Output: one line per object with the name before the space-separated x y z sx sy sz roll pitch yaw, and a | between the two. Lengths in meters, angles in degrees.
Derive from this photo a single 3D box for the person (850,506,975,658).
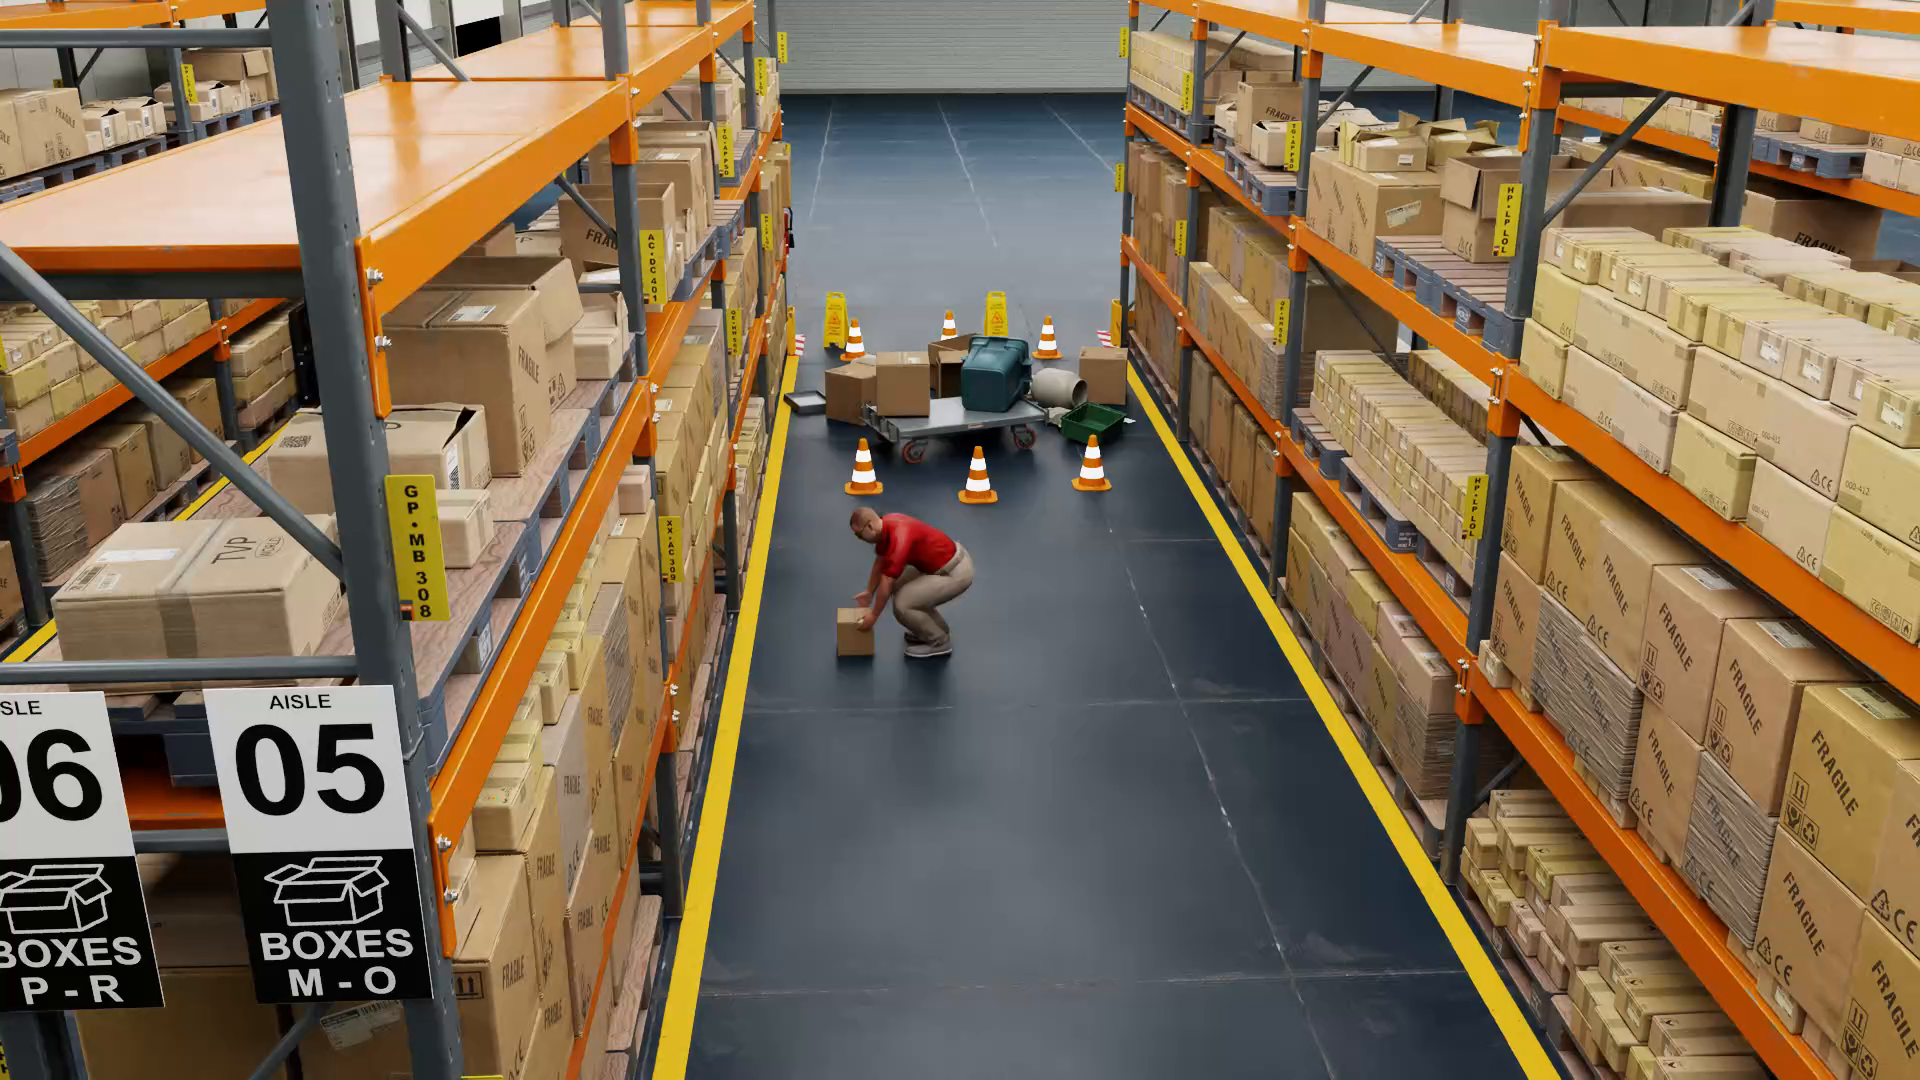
person | -0.326 0.261 11.365 0.850 1.061 0.572 -1 20 -3
